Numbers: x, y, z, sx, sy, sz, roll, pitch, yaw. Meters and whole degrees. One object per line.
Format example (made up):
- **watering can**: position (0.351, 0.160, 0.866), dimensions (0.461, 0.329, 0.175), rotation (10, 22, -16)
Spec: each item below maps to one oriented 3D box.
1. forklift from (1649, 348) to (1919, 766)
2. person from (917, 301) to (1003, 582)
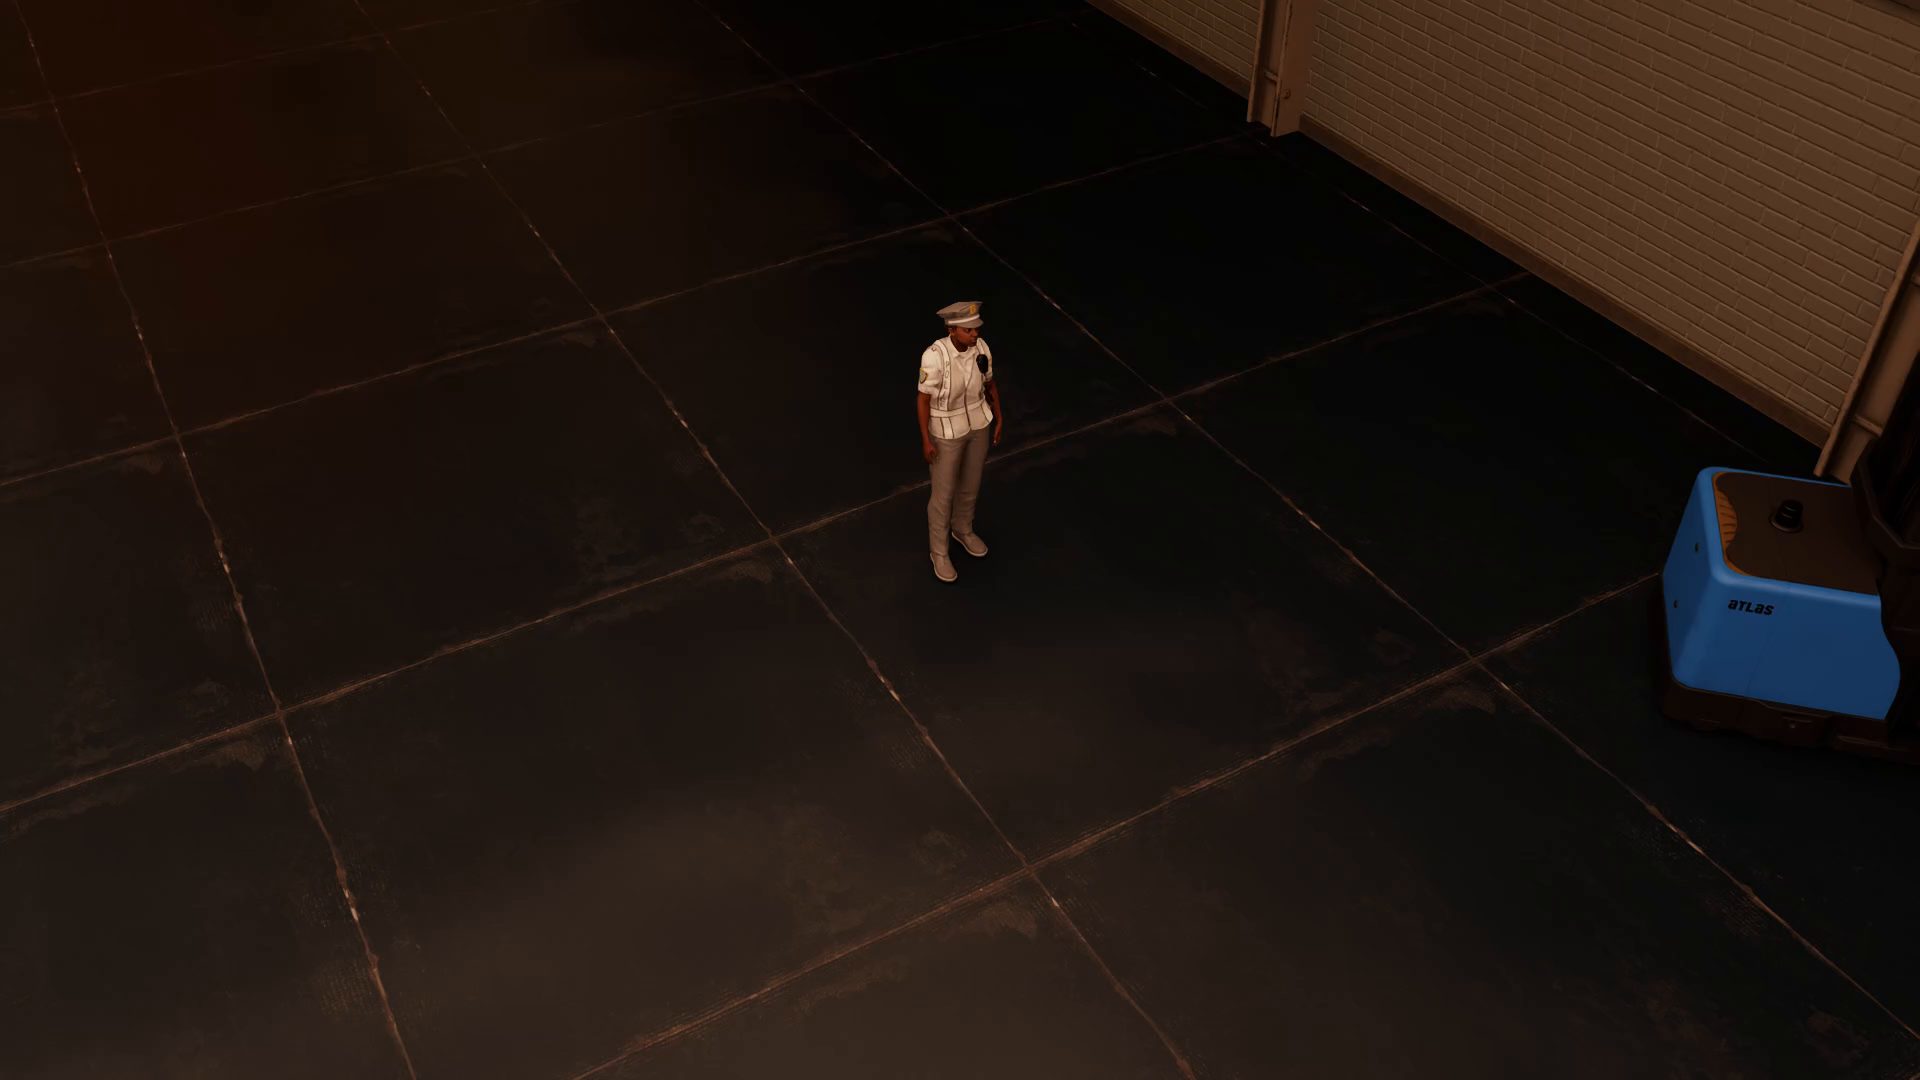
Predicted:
- **forklift**: position (5.404, -0.188, 8.263), dimensions (3.031, 2.935, 1.130), rotation (9, 41, 11)
- **person**: position (0.021, -0.610, 9.729), dimensions (0.569, 1.695, 0.528), rotation (-20, 44, -23)
